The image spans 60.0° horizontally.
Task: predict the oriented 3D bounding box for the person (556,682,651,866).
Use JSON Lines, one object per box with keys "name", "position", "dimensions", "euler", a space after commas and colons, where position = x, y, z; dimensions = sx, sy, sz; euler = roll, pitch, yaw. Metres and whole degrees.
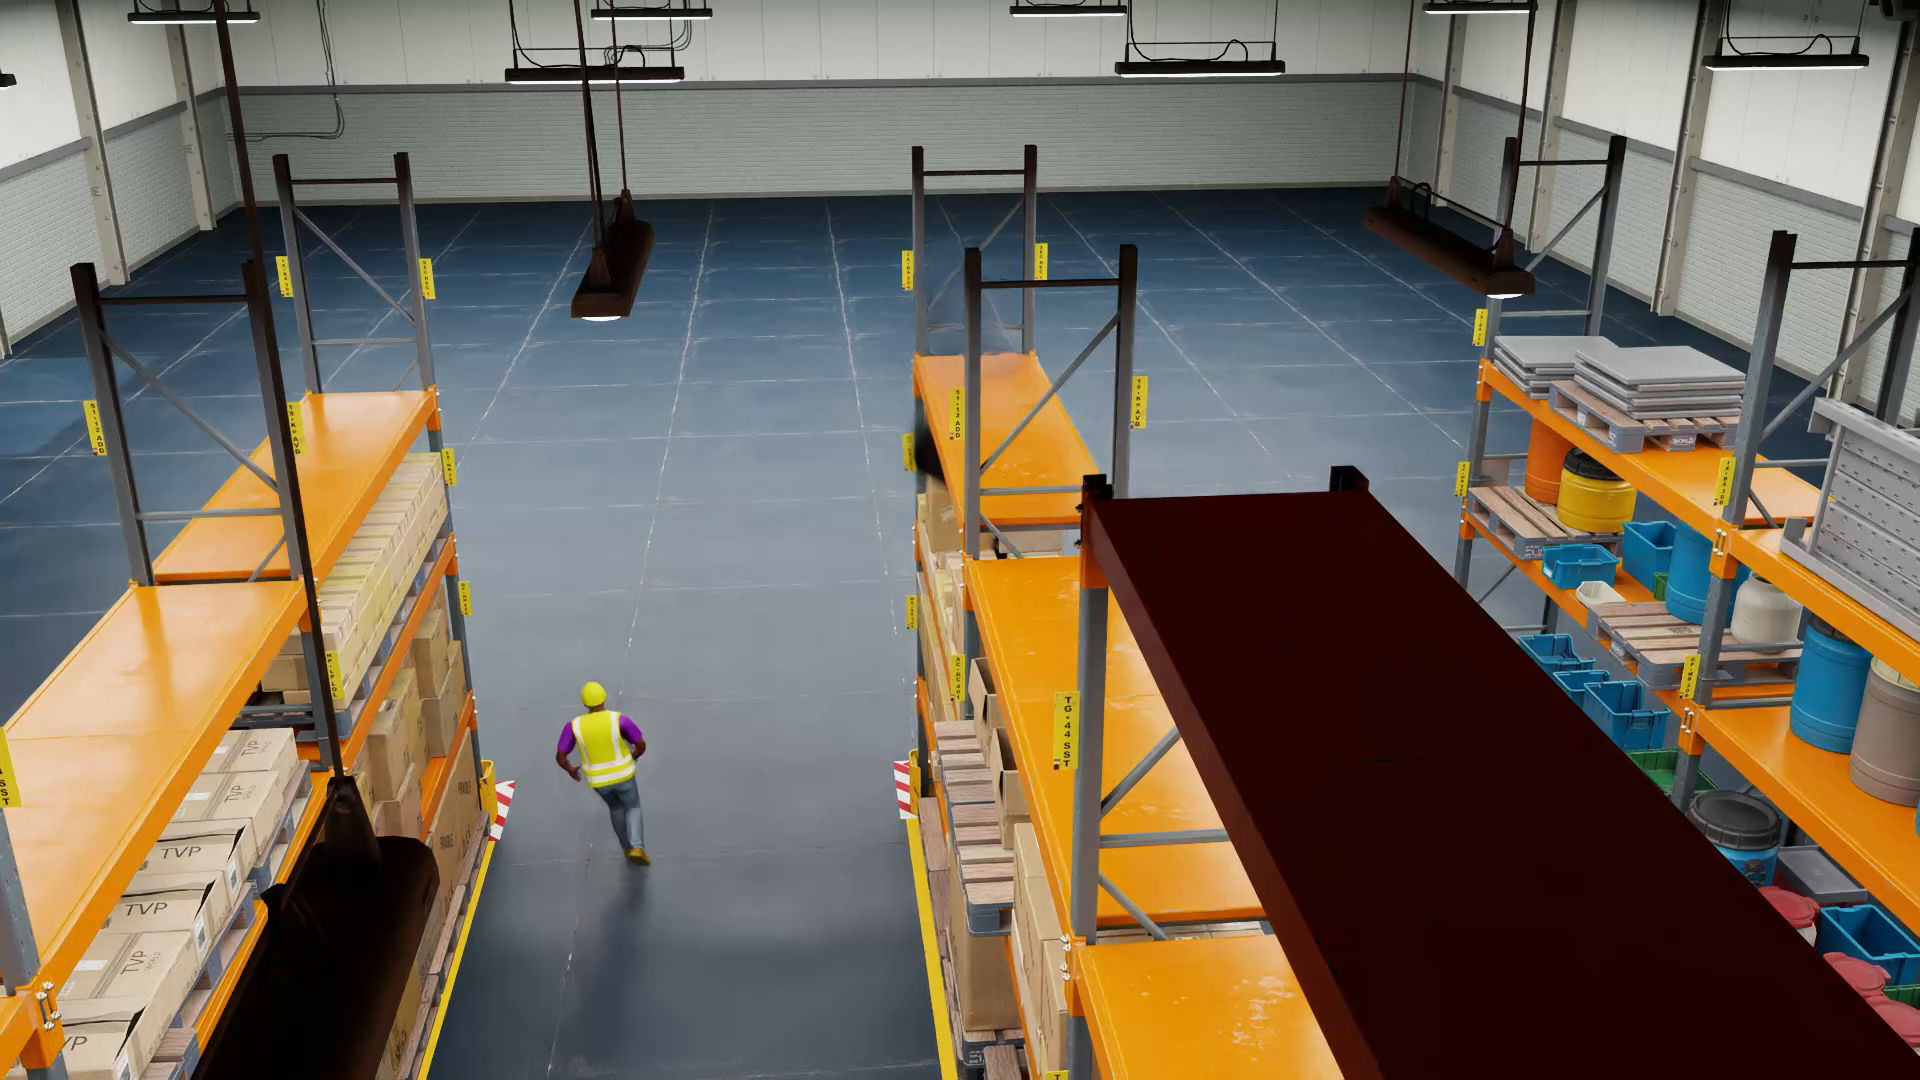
{"name": "person", "position": [-3.035, 2.044, 14.183], "dimensions": [0.754, 1.730, 0.708], "euler": [-3, 22, -8]}
